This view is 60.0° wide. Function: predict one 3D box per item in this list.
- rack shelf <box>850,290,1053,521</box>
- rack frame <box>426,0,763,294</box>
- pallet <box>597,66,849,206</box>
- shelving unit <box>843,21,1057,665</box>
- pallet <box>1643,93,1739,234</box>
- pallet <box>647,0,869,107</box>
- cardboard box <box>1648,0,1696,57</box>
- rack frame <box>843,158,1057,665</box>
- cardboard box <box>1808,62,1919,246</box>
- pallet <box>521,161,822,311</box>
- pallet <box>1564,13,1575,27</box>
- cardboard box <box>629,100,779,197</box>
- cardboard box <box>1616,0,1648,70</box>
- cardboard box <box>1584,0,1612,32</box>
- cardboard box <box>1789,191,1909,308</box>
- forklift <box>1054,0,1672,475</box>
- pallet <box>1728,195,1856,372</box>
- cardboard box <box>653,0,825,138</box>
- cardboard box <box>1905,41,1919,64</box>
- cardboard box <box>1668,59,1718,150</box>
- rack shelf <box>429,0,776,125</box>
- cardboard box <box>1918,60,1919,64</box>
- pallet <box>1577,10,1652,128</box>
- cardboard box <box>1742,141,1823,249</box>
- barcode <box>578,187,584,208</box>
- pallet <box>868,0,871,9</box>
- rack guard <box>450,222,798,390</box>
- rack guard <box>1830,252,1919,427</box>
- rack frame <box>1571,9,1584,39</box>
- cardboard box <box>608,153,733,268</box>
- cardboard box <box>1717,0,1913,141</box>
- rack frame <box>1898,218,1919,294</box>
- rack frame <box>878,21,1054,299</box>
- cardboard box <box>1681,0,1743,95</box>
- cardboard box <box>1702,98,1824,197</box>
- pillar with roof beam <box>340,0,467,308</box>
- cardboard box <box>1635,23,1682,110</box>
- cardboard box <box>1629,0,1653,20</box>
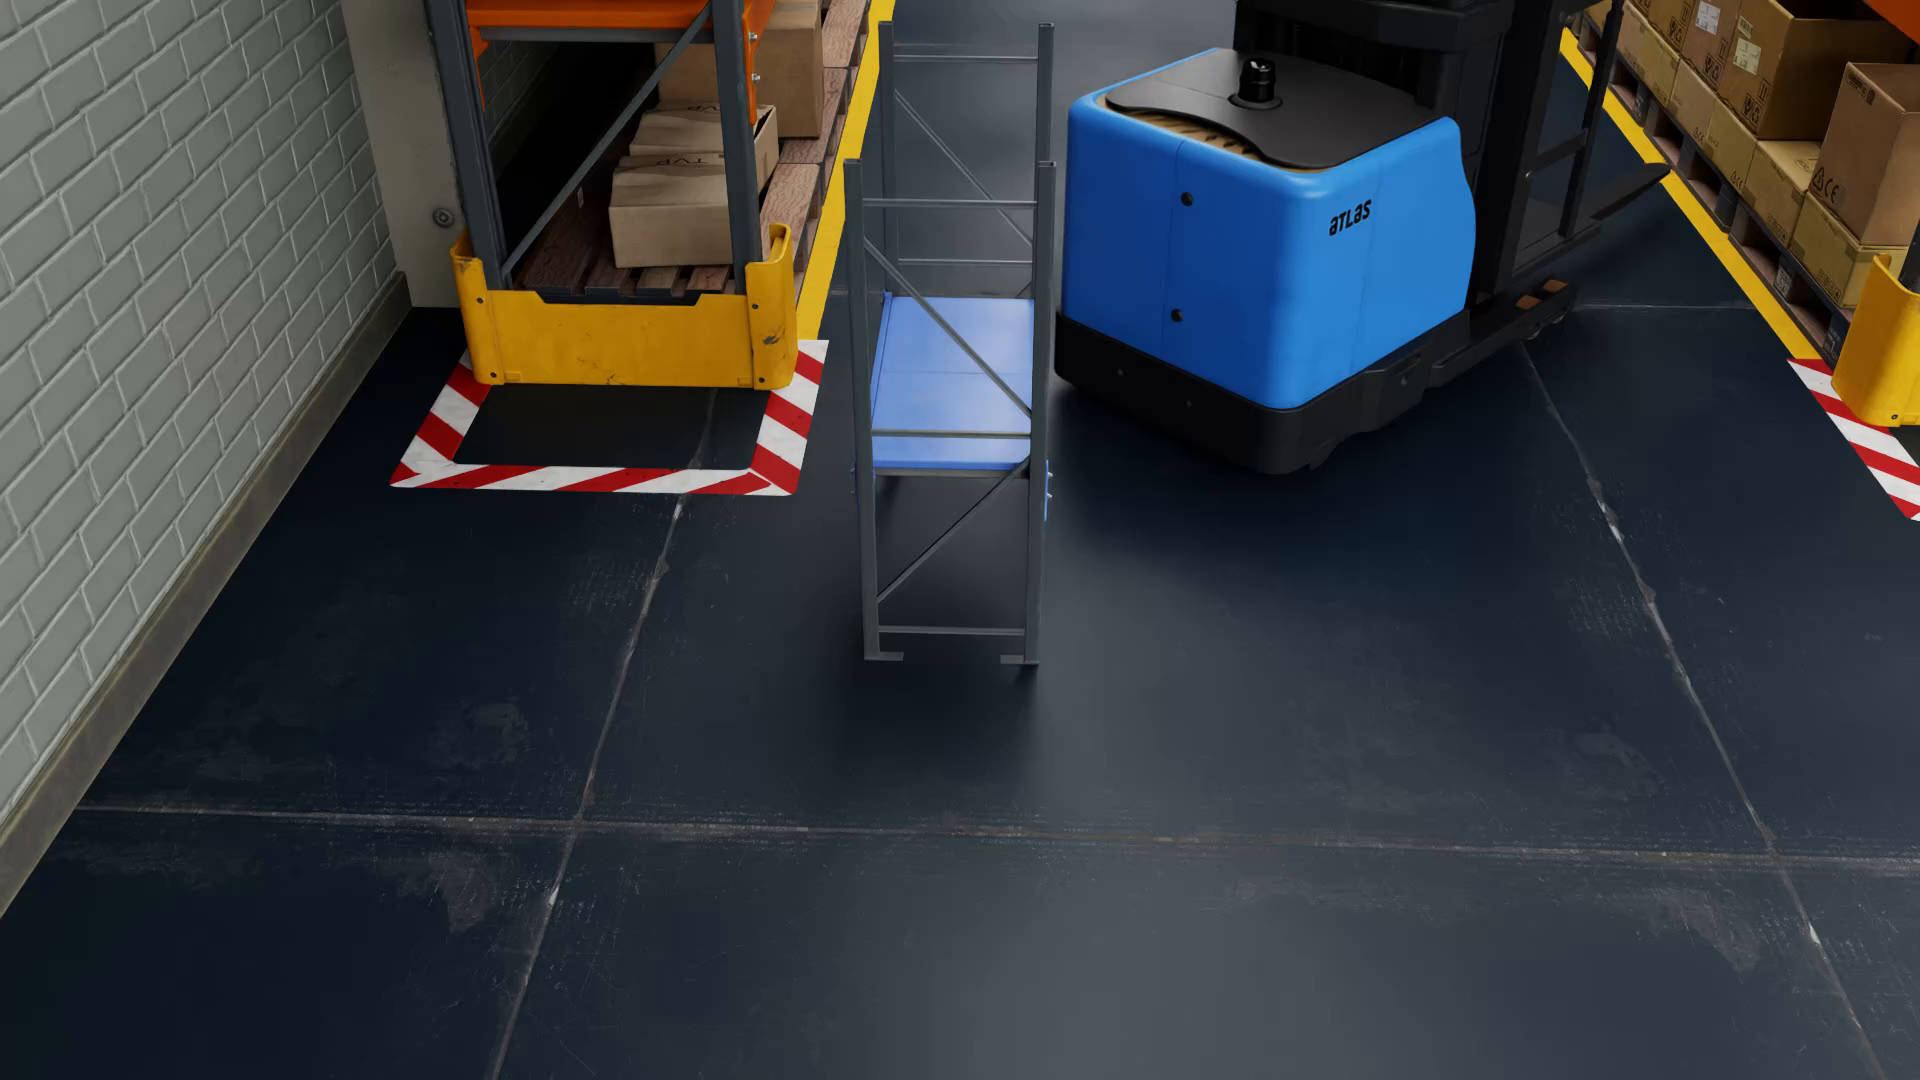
[{"bbox_3d":[-0.003,-0.417,4.852,0.538,0.185,1.000,1,35,2],"label":"rack shelf"},{"bbox_3d":[-1.200,-1.838,5.256,1.000,3.000,0.127,1,35,2],"label":"rack frame"},{"bbox_3d":[-1.077,-1.906,7.778,1.003,0.211,1.213,1,35,2],"label":"pallet"},{"bbox_3d":[-0.003,-0.565,4.749,0.538,1.500,1.048,1,35,2],"label":"shelving unit"},{"bbox_3d":[3.791,-1.724,7.519,1.003,0.211,1.213,1,35,2],"label":"pallet"},{"bbox_3d":[-1.031,-2.608,8.778,1.003,0.211,1.213,1,35,2],"label":"pallet"},{"bbox_3d":[3.539,-2.544,7.634,0.500,0.500,0.500,1,35,2],"label":"cardboard box"},{"bbox_3d":[-0.024,-0.273,4.333,0.500,1.500,0.032,1,35,2],"label":"rack frame"},{"bbox_3d":[3.474,-1.394,5.999,0.500,0.500,0.500,1,35,2],"label":"cardboard box"},{"bbox_3d":[-1.129,-1.206,6.783,1.003,0.211,1.213,1,35,2],"label":"pallet"},{"bbox_3d":[3.901,-3.307,9.772,1.003,0.211,1.213,1,35,2],"label":"pallet"},{"bbox_3d":[-1.059,-1.641,6.932,0.500,0.311,0.500,4,35,6],"label":"cardboard box"},{"bbox_3d":[3.564,-2.524,8.259,0.500,0.250,0.500,1,35,2],"label":"cardboard box"},{"bbox_3d":[3.589,-2.811,8.667,0.500,0.250,0.500,1,35,2],"label":"cardboard box"},{"bbox_3d":[3.476,-1.087,6.214,0.500,0.250,0.500,1,35,2],"label":"cardboard box"},{"bbox_3d":[1.745,-2.151,5.762,3.031,2.935,1.130,-29,45,-35],"label":"forklift"},{"bbox_3d":[3.739,-1.025,6.525,1.003,0.211,1.213,1,35,2],"label":"pallet"},{"bbox_3d":[-0.980,-2.138,7.475,0.700,0.500,0.500,-1,35,-1],"label":"cardboard box"},{"bbox_3d":[4.019,-1.957,6.800,0.500,0.500,0.500,1,35,2],"label":"cardboard box"},{"bbox_3d":[3.524,-1.949,7.441,0.500,0.250,0.500,1,35,2],"label":"cardboard box"},{"bbox_3d":[-1.120,-2.692,7.098,1.077,0.370,4.000,1,35,2],"label":"rack shelf"},{"bbox_3d":[4.012,-1.669,6.391,0.500,0.500,0.500,1,35,2],"label":"cardboard box"},{"bbox_3d":[3.837,-2.427,8.519,1.003,0.211,1.213,1,35,2],"label":"pallet"},{"bbox_3d":[3.484,-1.375,6.624,0.500,0.250,0.500,1,35,2],"label":"cardboard box"},{"bbox_3d":[-1.481,-1.336,6.491,0.001,0.075,0.075,1,35,2],"label":"barcode"},{"bbox_3d":[-1.009,-3.442,9.964,1.003,0.211,1.213,1,35,2],"label":"pallet"},{"bbox_3d":[-1.197,-0.859,6.037,1.175,0.500,0.348,1,35,2],"label":"rack guard"},{"bbox_3d":[3.749,-0.689,5.796,1.175,0.500,0.348,1,35,2],"label":"rack guard"},{"bbox_3d":[3.911,-4.024,8.366,1.000,3.000,0.127,1,35,2],"label":"rack frame"},{"bbox_3d":[-1.082,-1.313,6.465,0.500,0.311,0.500,-2,35,-3],"label":"cardboard box"},{"bbox_3d":[3.500,-1.969,6.817,0.500,0.500,0.500,1,35,2],"label":"cardboard box"},{"bbox_3d":[3.750,-1.725,5.096,1.000,3.000,0.127,1,35,2],"label":"rack frame"},{"bbox_3d":[0.017,-0.857,5.165,0.500,1.500,0.032,1,35,2],"label":"rack frame"},{"bbox_3d":[3.521,-2.256,7.226,0.500,0.500,0.500,1,35,2],"label":"cardboard box"},{"bbox_3d":[3.503,-1.662,7.032,0.500,0.250,0.500,1,35,2],"label":"cardboard box"},{"bbox_3d":[2.265,-4.615,3.990,9.100,9.000,0.400,1,35,2],"label":"pillar with roof beam"},{"bbox_3d":[3.539,-2.237,7.850,0.500,0.250,0.500,1,35,2],"label":"cardboard box"},{"bbox_3d":[3.567,-2.831,8.043,0.500,0.500,0.500,1,35,2],"label":"cardboard box"}]
